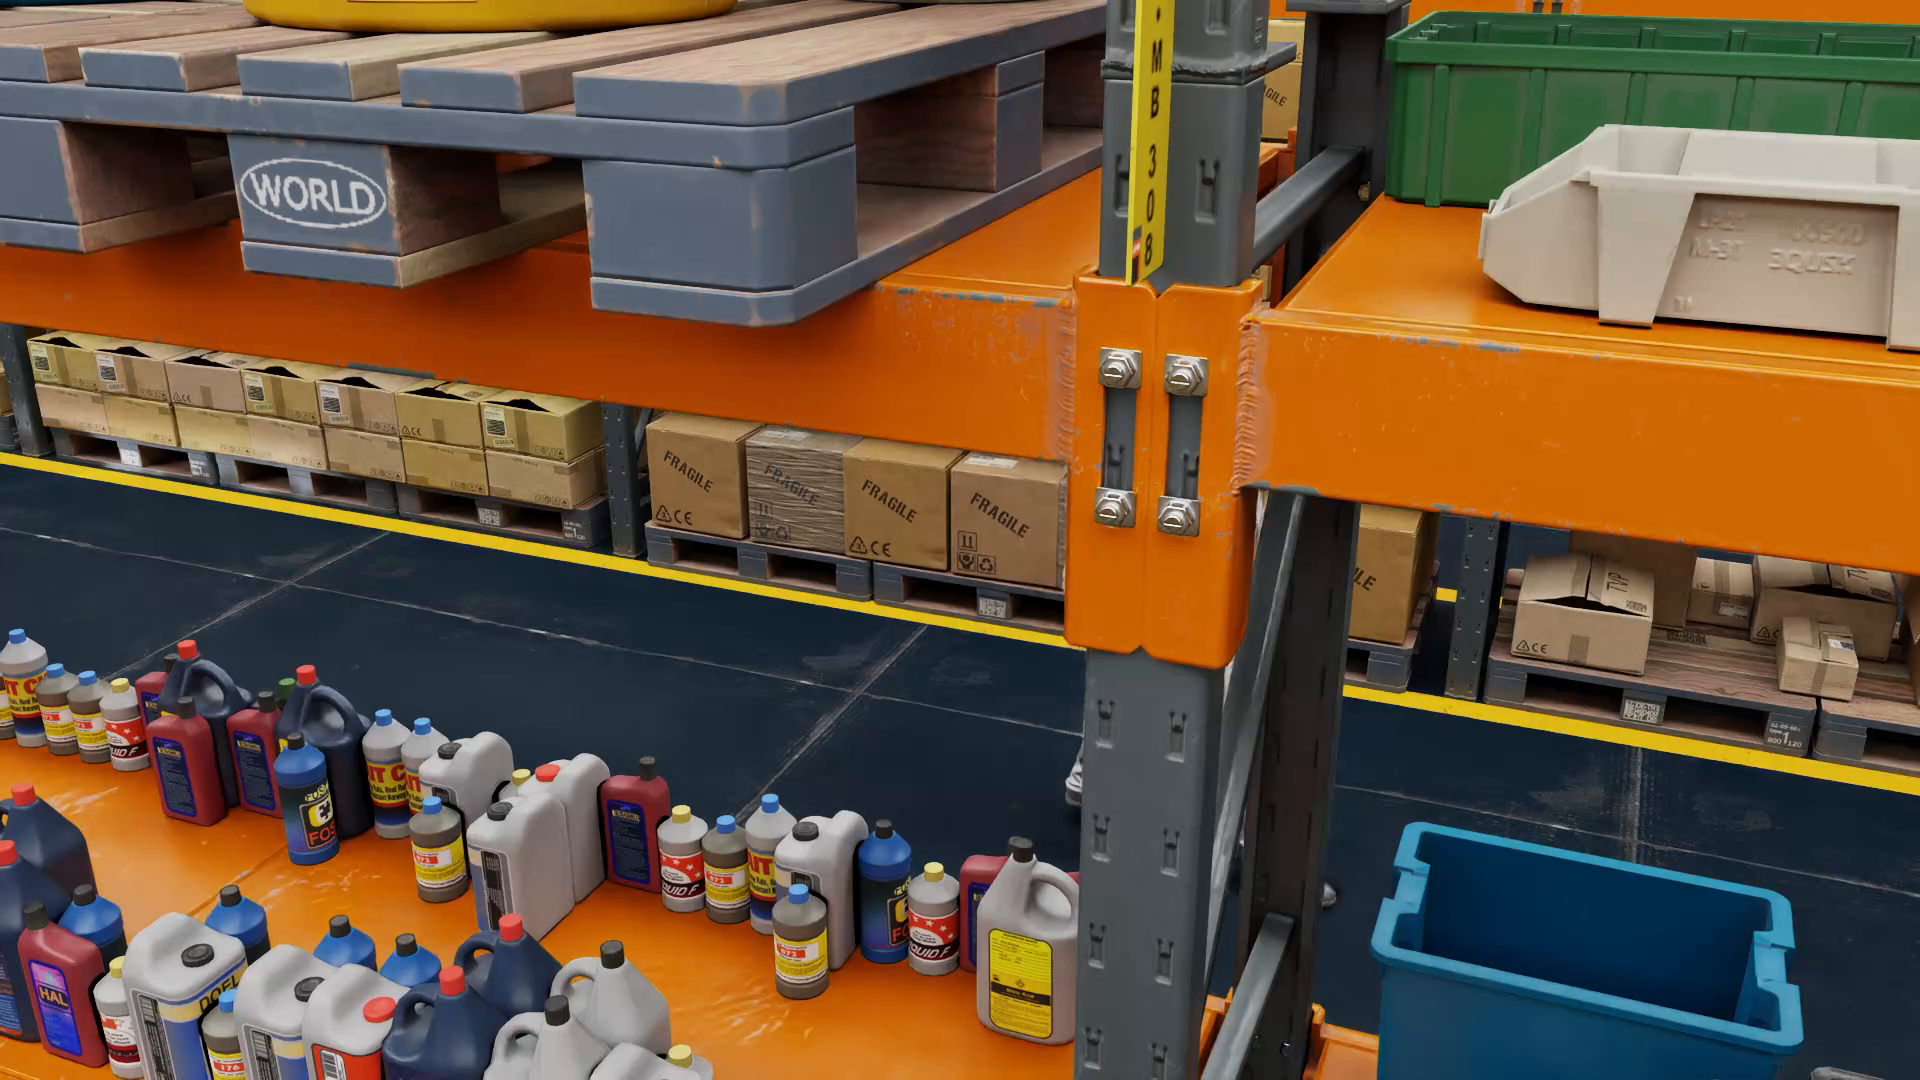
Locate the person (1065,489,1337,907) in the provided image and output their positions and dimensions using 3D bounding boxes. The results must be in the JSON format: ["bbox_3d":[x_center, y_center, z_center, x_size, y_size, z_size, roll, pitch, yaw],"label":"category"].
[{"bbox_3d":[0.823,0.254,5.415,1.010,1.745,0.559,9,24,21],"label":"person"}]
